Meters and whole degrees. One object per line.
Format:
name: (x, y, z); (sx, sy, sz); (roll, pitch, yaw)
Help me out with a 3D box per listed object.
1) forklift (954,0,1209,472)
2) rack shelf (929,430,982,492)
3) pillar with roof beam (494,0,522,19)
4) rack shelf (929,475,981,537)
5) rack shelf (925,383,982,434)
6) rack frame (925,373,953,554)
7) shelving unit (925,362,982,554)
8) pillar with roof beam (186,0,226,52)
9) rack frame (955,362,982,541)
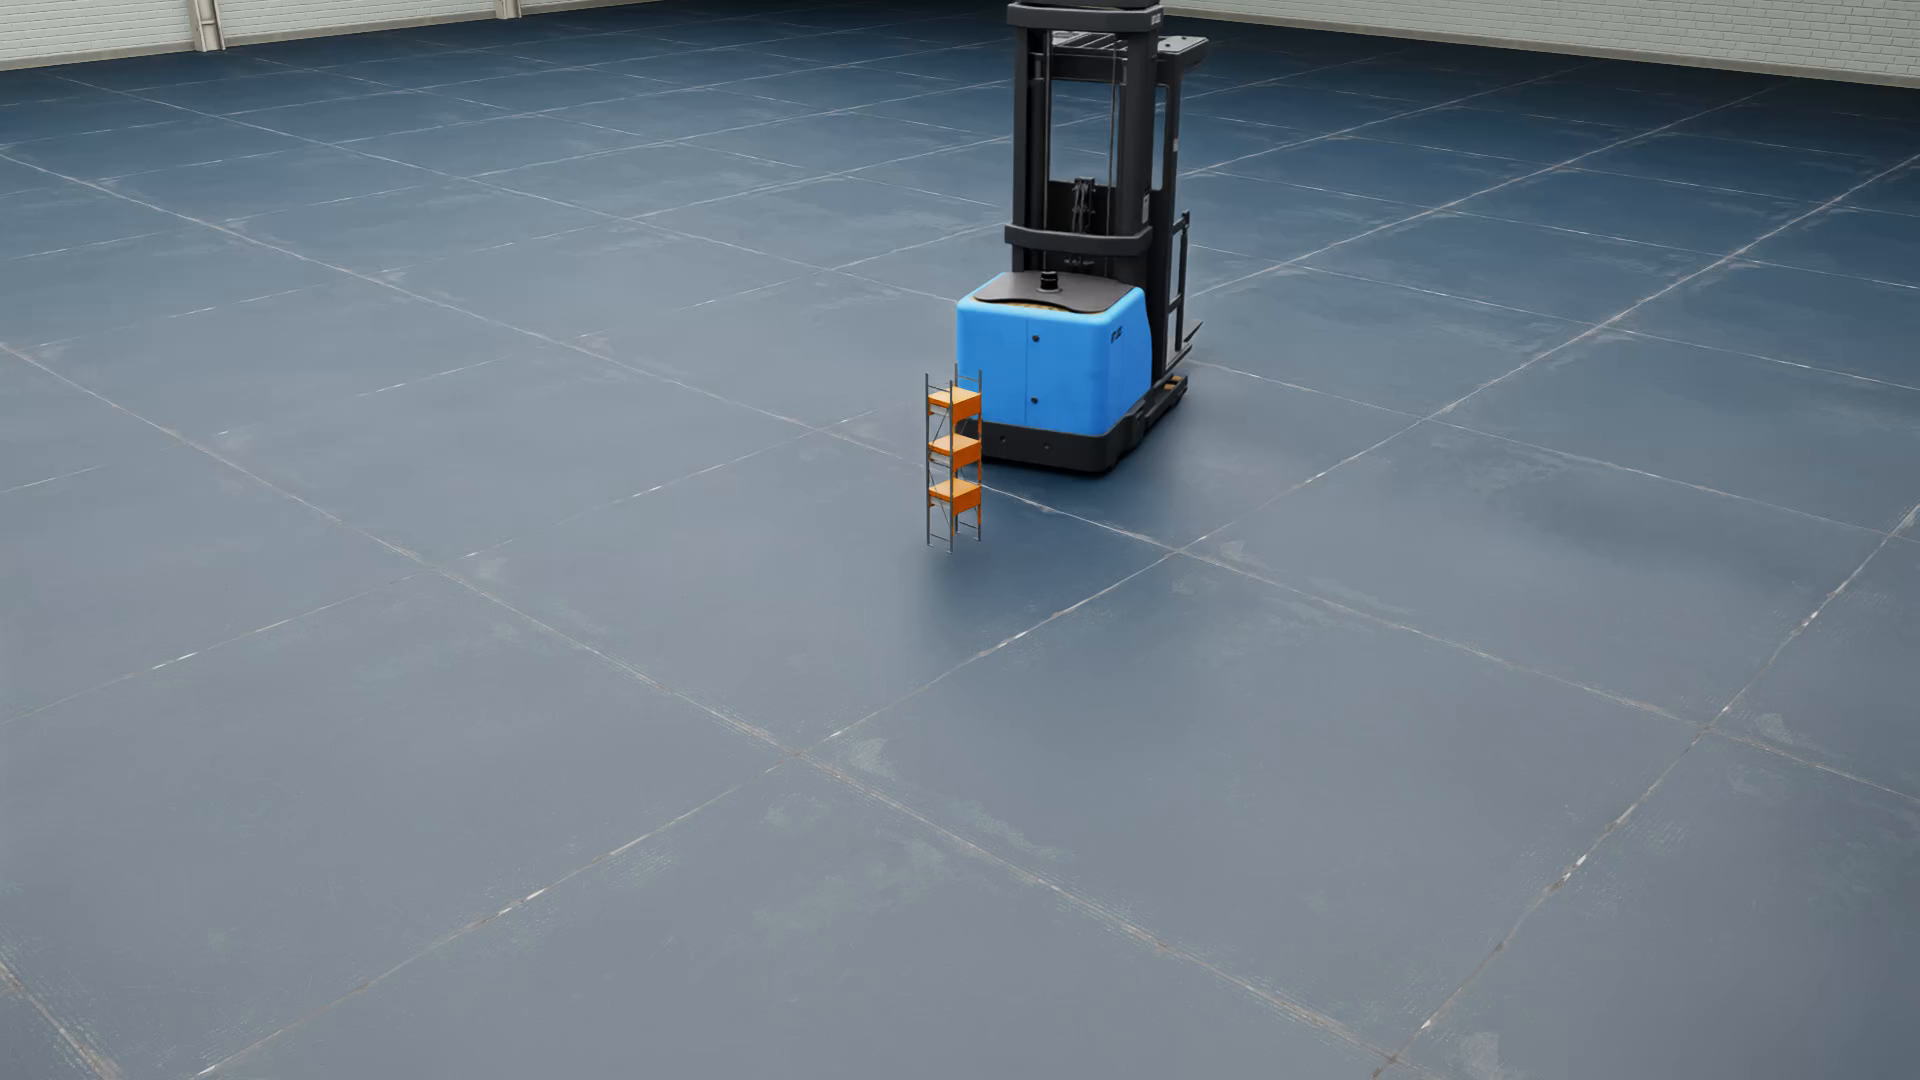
forklift: (1.002, -2.344, 11.394); (1.130, 2.935, 3.031); (10, 26, 21)
rack shelf: (-0.036, -0.453, 9.503); (0.215, 0.259, 0.240); (20, 31, 38)
pillar with roof beam: (-5.634, -13.161, 28.105); (9.100, 9.000, 0.400); (20, 31, 38)
rack shelf: (-0.036, -0.199, 9.617); (0.215, 0.259, 0.240); (20, 31, 38)
rack shelf: (-0.036, -0.712, 9.387); (0.215, 0.259, 0.240); (20, 31, 38)
rack frame: (-0.117, -0.426, 9.416); (0.200, 1.050, 0.008); (20, 31, 38)
shelving unit: (-0.036, -0.463, 9.499); (0.215, 1.050, 0.252); (20, 31, 38)
pillar with roof beam: (-9.639, -11.333, 24.028); (9.100, 9.000, 0.400); (20, 31, 38)
rack frame: (0.046, -0.500, 9.582); (0.200, 1.050, 0.008); (20, 31, 38)
